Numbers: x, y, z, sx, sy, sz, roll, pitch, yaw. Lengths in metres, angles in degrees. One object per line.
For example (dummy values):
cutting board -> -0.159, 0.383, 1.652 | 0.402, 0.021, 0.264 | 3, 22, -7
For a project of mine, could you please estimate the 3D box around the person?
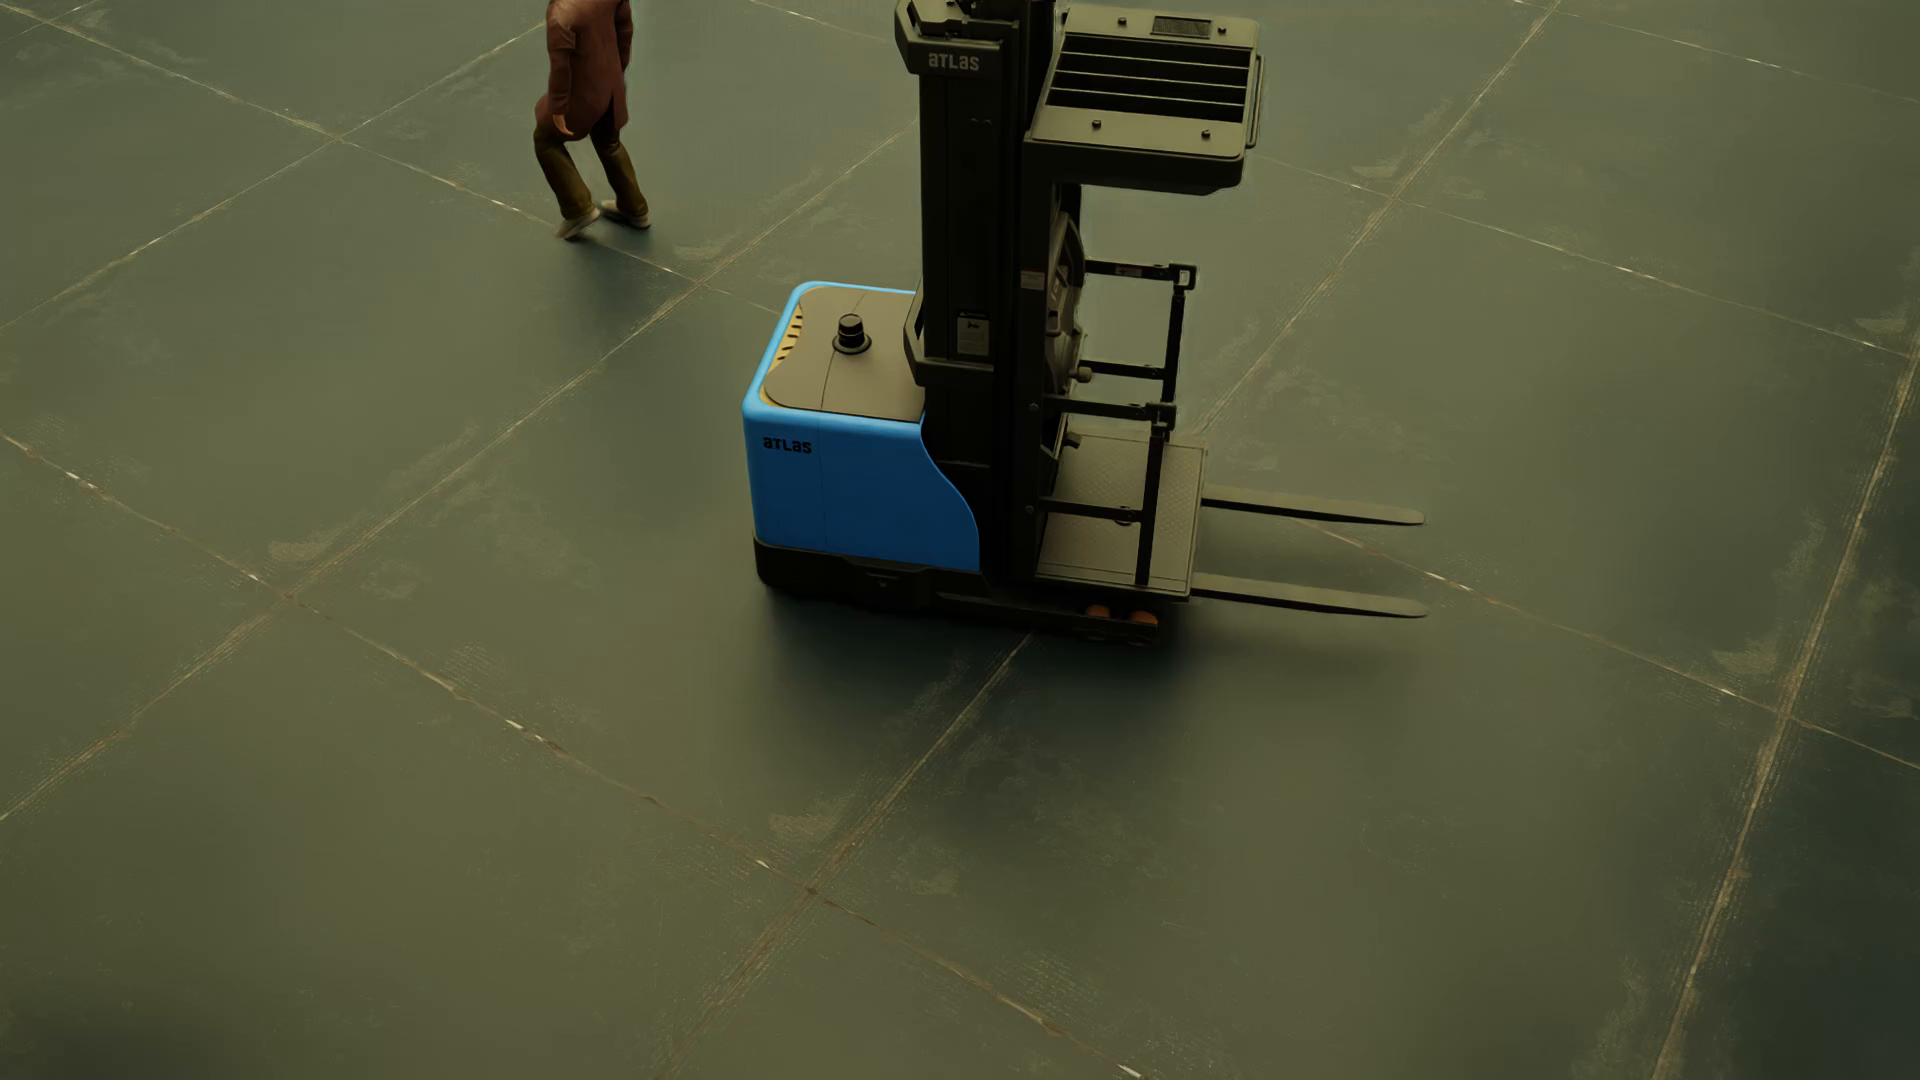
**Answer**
person -> -2.125, -2.532, 9.408 | 0.529, 1.807, 0.709 | 21, 47, 21

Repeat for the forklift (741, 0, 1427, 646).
forklift -> 0.623, -0.984, 6.886 | 3.031, 2.935, 1.130 | 7, 44, 8
